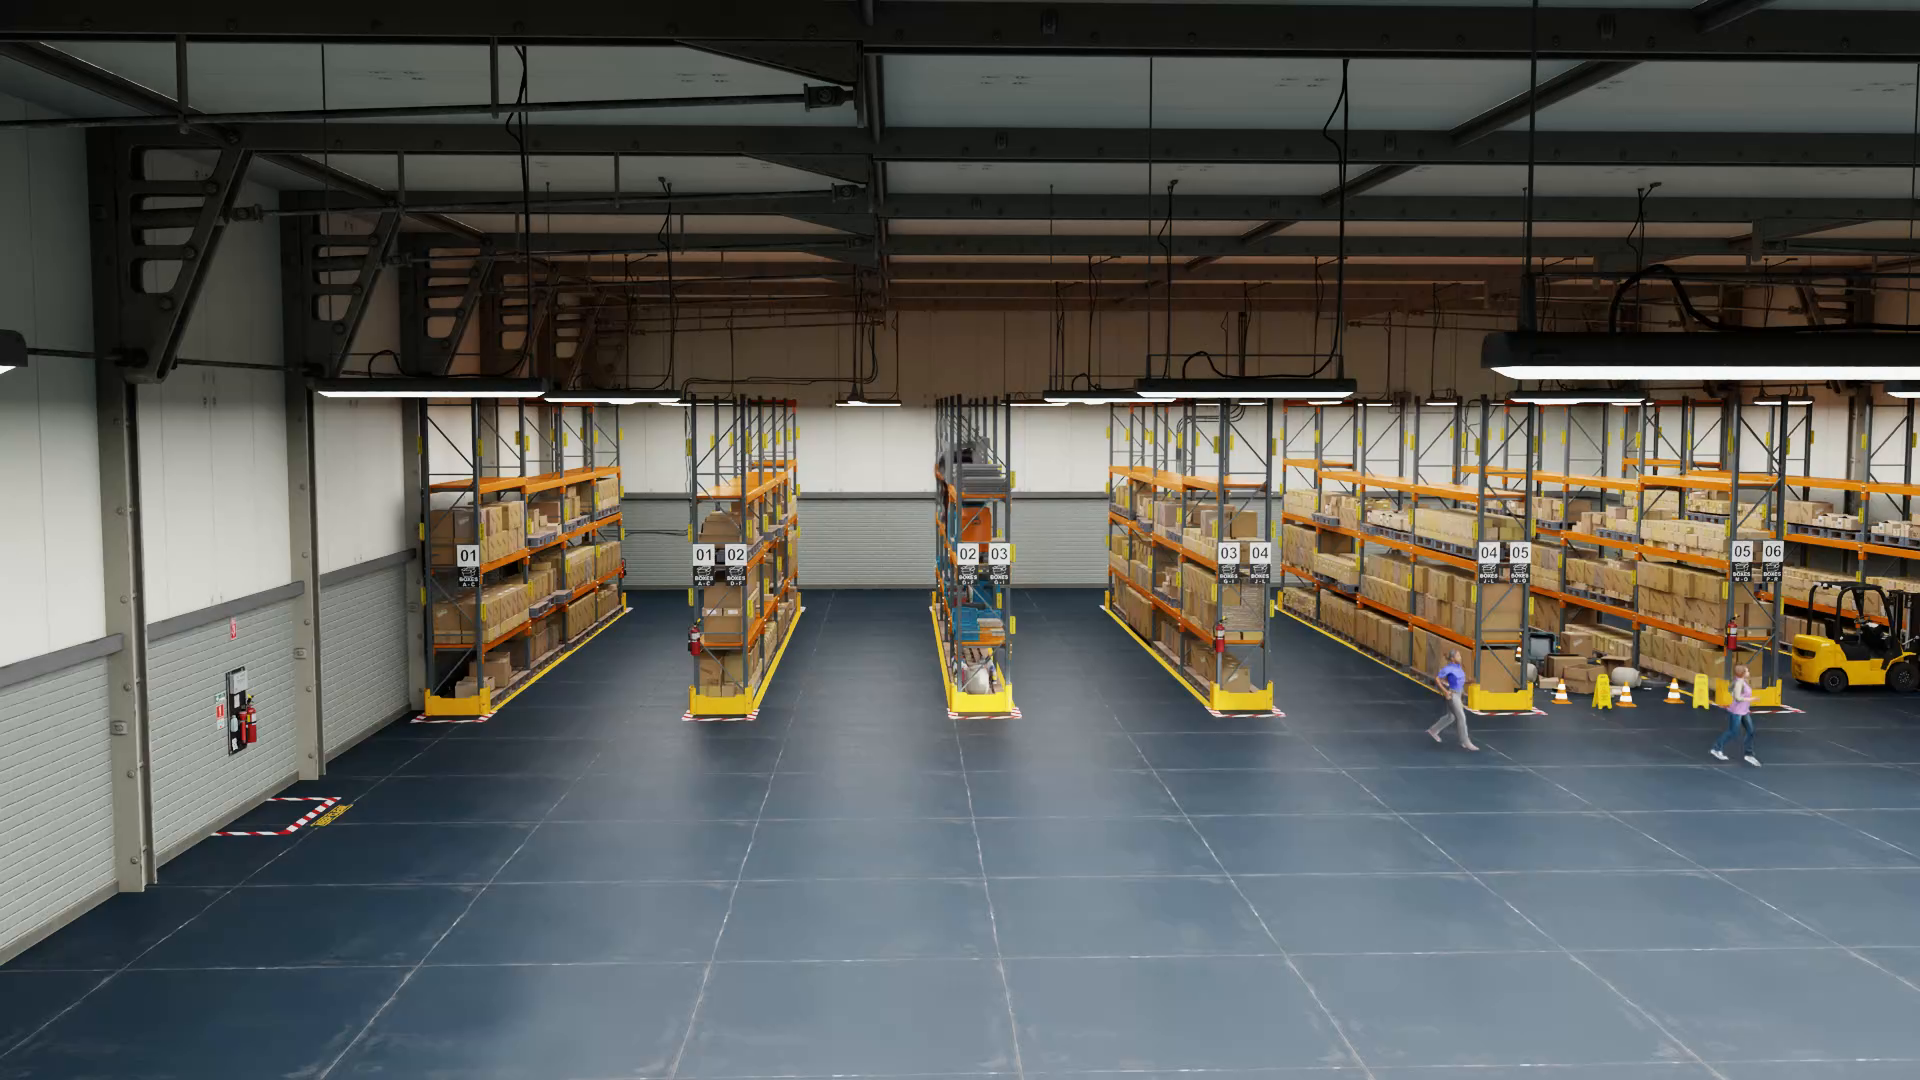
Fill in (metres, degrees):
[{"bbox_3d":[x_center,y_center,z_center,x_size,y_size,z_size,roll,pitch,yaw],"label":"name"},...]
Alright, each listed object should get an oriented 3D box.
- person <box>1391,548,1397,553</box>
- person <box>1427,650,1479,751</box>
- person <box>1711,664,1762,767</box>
[{"bbox_3d":[12.904,0.979,49.295,0.865,1.755,0.723,0,5,-3],"label":"person"},{"bbox_3d":[8.315,2.669,28.018,0.936,1.651,0.572,3,6,36],"label":"person"},{"bbox_3d":[12.498,2.808,26.764,0.750,1.633,0.513,4,6,42],"label":"person"}]
